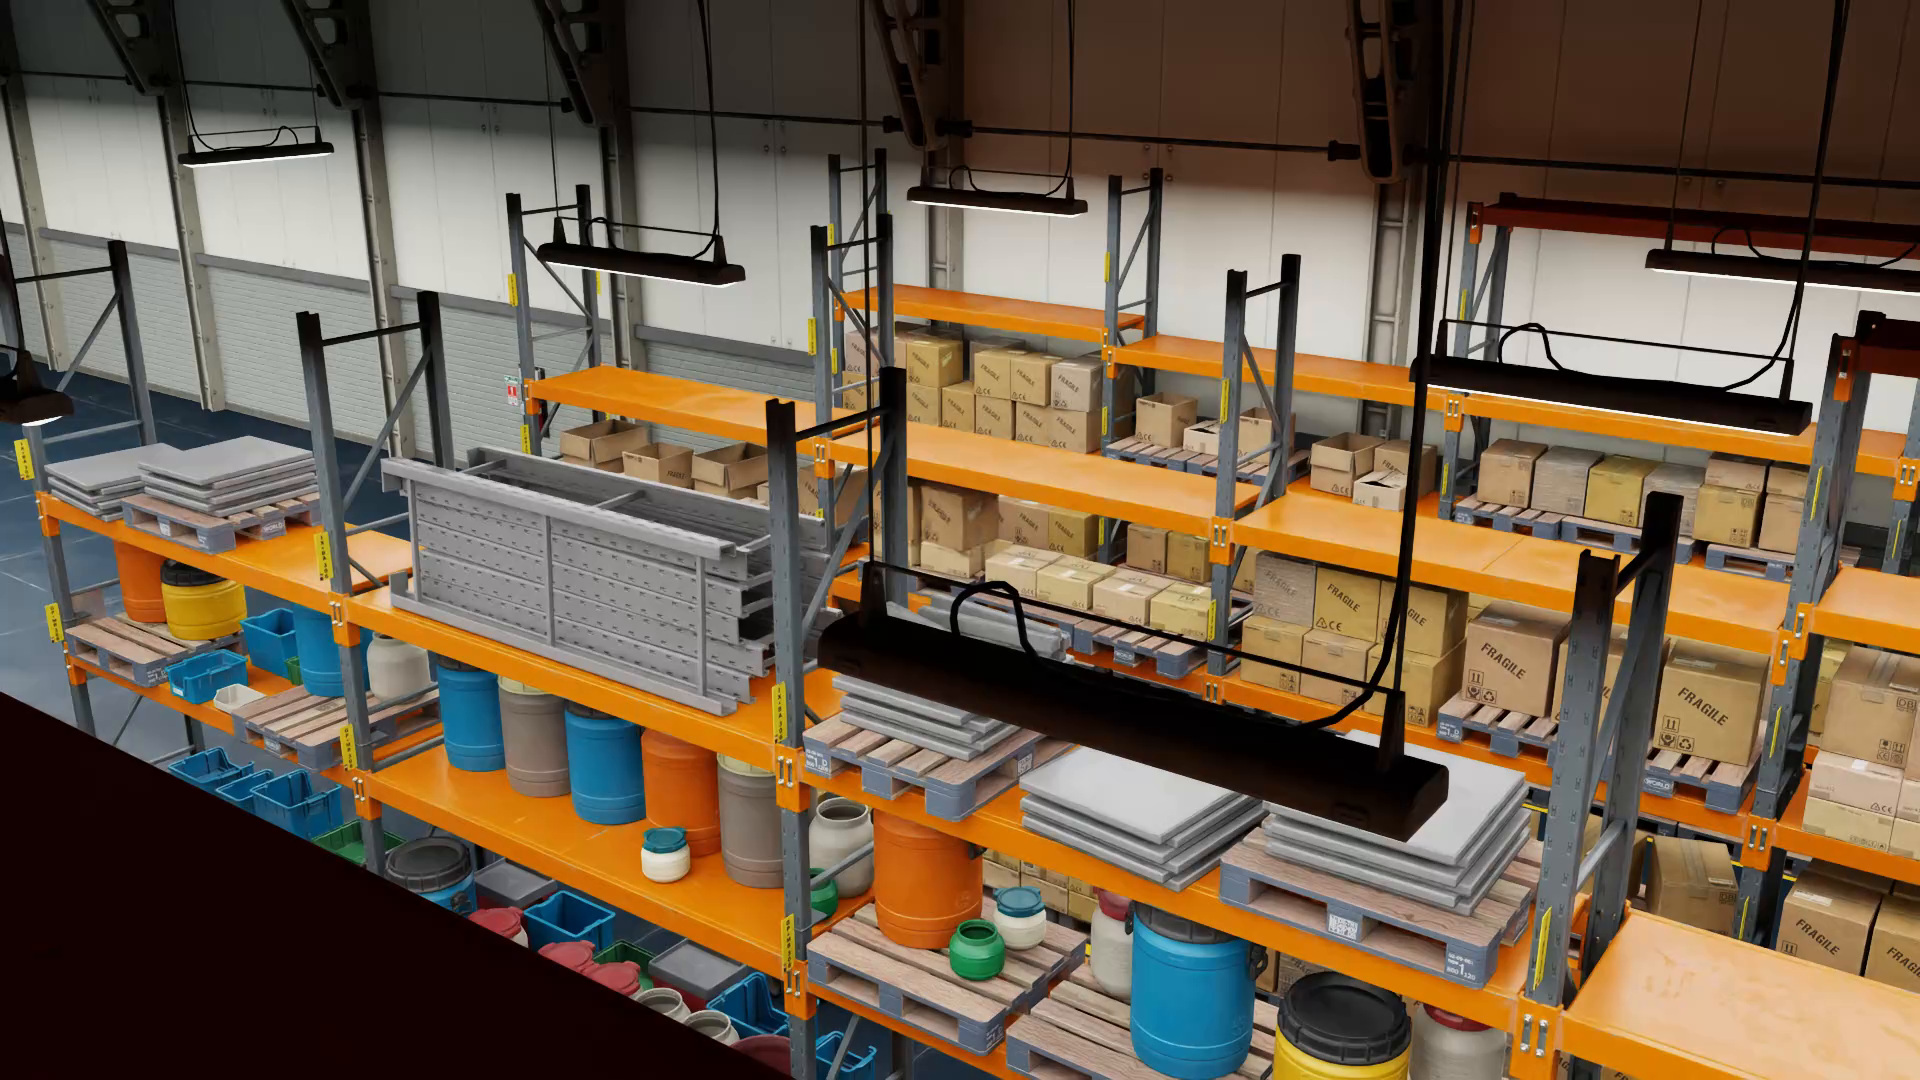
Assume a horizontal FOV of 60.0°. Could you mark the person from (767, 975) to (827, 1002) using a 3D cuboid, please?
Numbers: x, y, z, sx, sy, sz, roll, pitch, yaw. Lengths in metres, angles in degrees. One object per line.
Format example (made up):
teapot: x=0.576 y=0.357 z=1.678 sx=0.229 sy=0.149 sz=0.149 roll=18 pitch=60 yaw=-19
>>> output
person: x=-1.302 y=2.962 z=13.568 sx=0.506 sy=1.722 sz=0.572 roll=14 pitch=23 yaw=36
